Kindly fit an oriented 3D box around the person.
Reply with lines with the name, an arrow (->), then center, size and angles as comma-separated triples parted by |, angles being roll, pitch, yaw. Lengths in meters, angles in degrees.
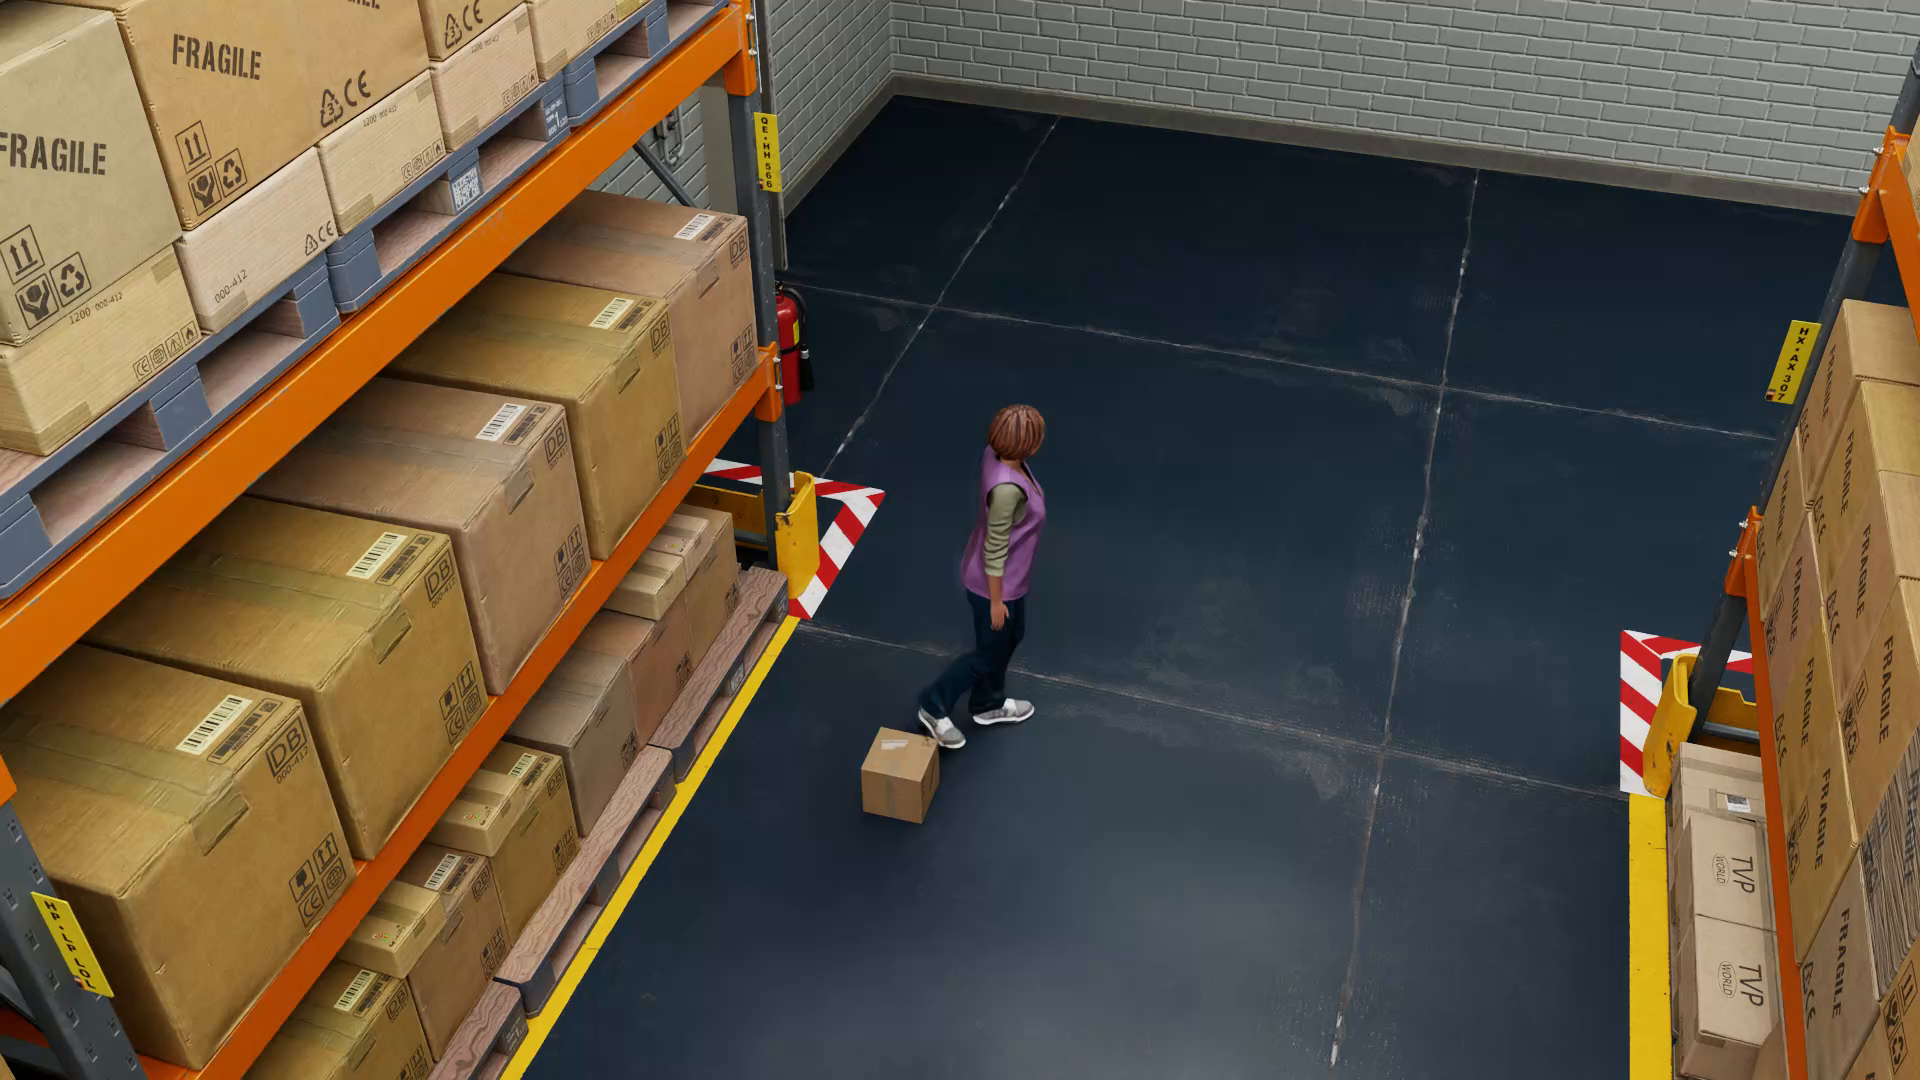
person -> 0.079, 0.157, 6.695 | 0.508, 1.586, 0.470 | 1, 38, 2
